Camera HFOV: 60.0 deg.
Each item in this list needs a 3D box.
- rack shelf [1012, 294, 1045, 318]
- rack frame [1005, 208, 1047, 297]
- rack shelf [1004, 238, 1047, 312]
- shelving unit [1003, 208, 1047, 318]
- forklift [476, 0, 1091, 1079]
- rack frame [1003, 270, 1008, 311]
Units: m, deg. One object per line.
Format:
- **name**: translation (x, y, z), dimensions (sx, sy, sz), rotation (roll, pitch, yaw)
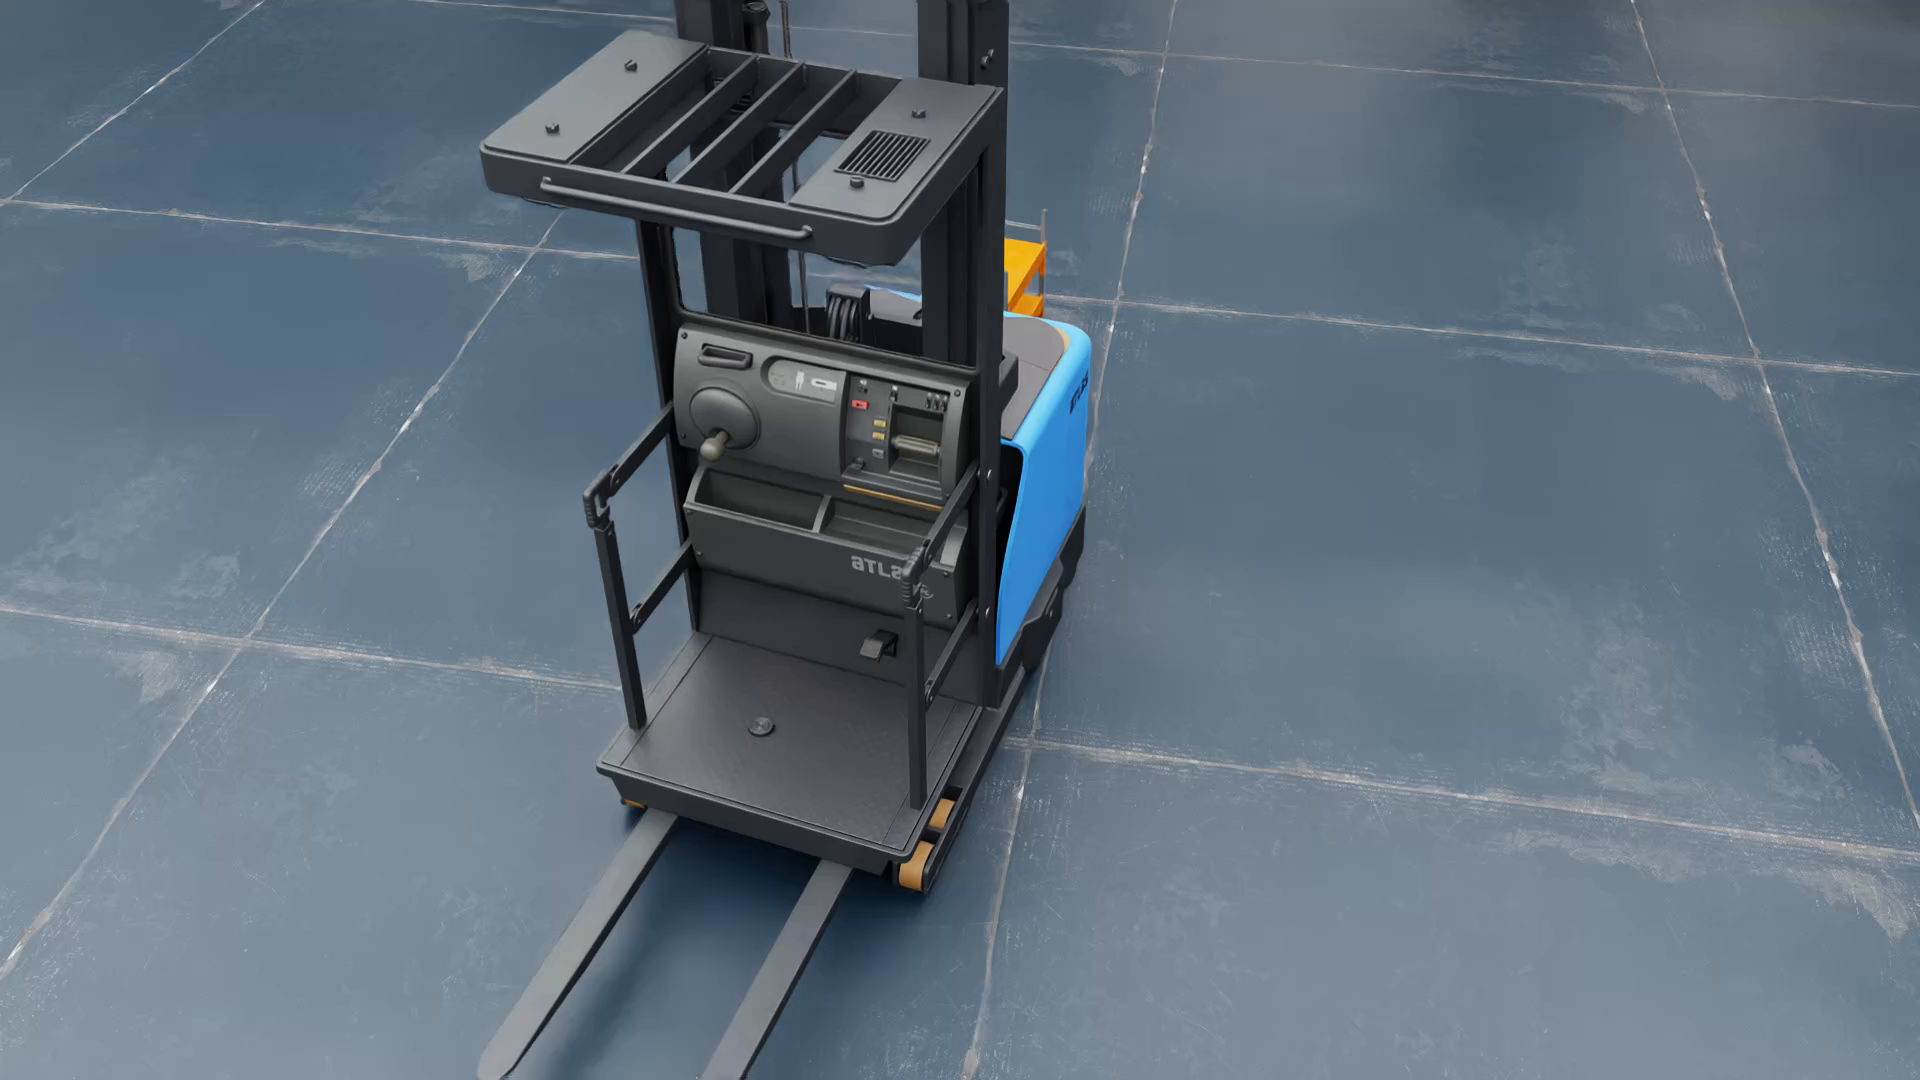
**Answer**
- **rack shelf**: translation (0.141, -0.807, 6.539), dimensions (0.258, 0.148, 0.480), rotation (13, 41, 15)
- **rack frame**: translation (0.222, -0.833, 6.816), dimensions (0.240, 1.200, 0.015), rotation (13, 41, 15)
- **rack shelf**: translation (0.141, -0.990, 6.388), dimensions (0.258, 0.148, 0.480), rotation (13, 41, 15)
- **shelving unit**: translation (0.141, -0.687, 6.639), dimensions (0.258, 1.200, 0.503), rotation (13, 41, 15)
- **forklift**: translation (-0.501, -0.298, 4.811), dimensions (1.130, 2.935, 3.031), rotation (13, 41, 16)
- **rack frame**: translation (0.060, -0.540, 6.461), dimensions (0.240, 1.200, 0.015), rotation (13, 41, 15)
